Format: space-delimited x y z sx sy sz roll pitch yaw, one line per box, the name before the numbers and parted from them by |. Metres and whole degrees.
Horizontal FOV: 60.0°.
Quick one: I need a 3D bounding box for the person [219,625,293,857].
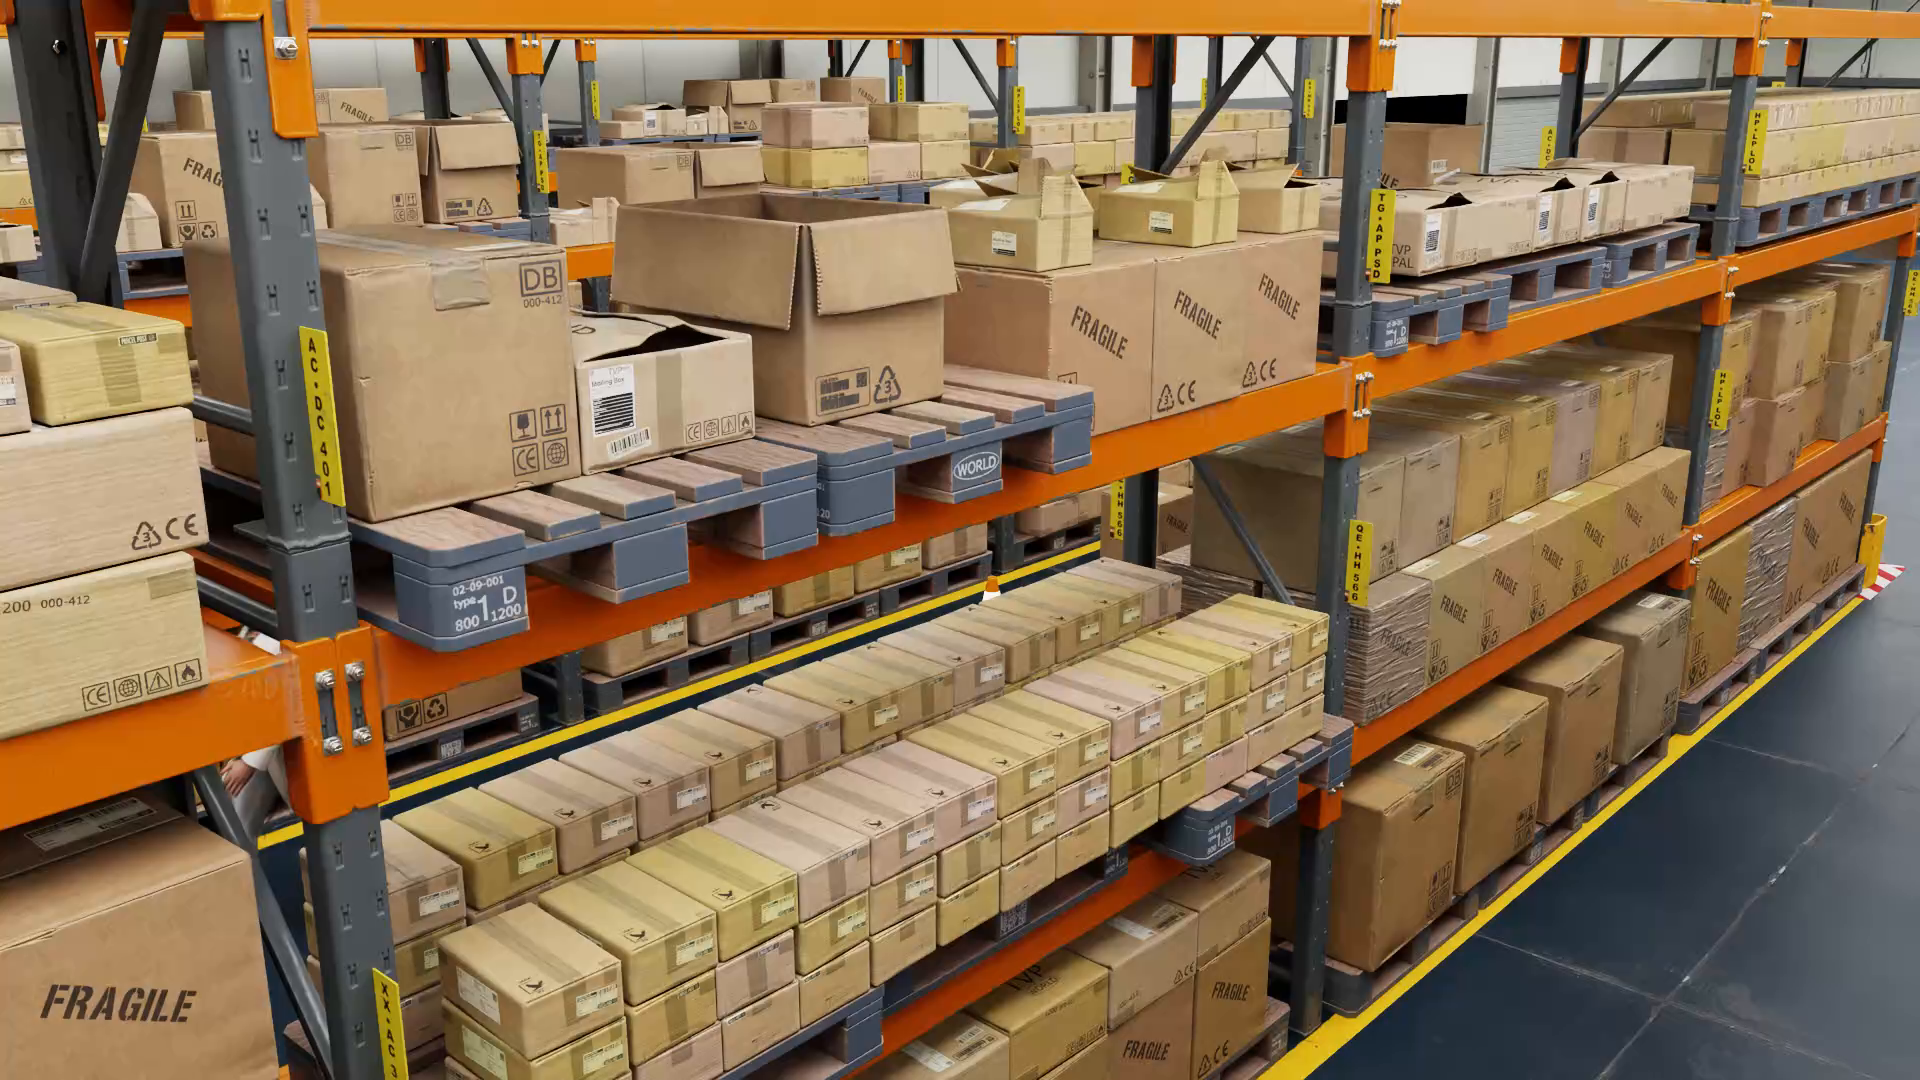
person | -3.074 0.939 7.423 0.590 1.726 1.111 13 21 37
